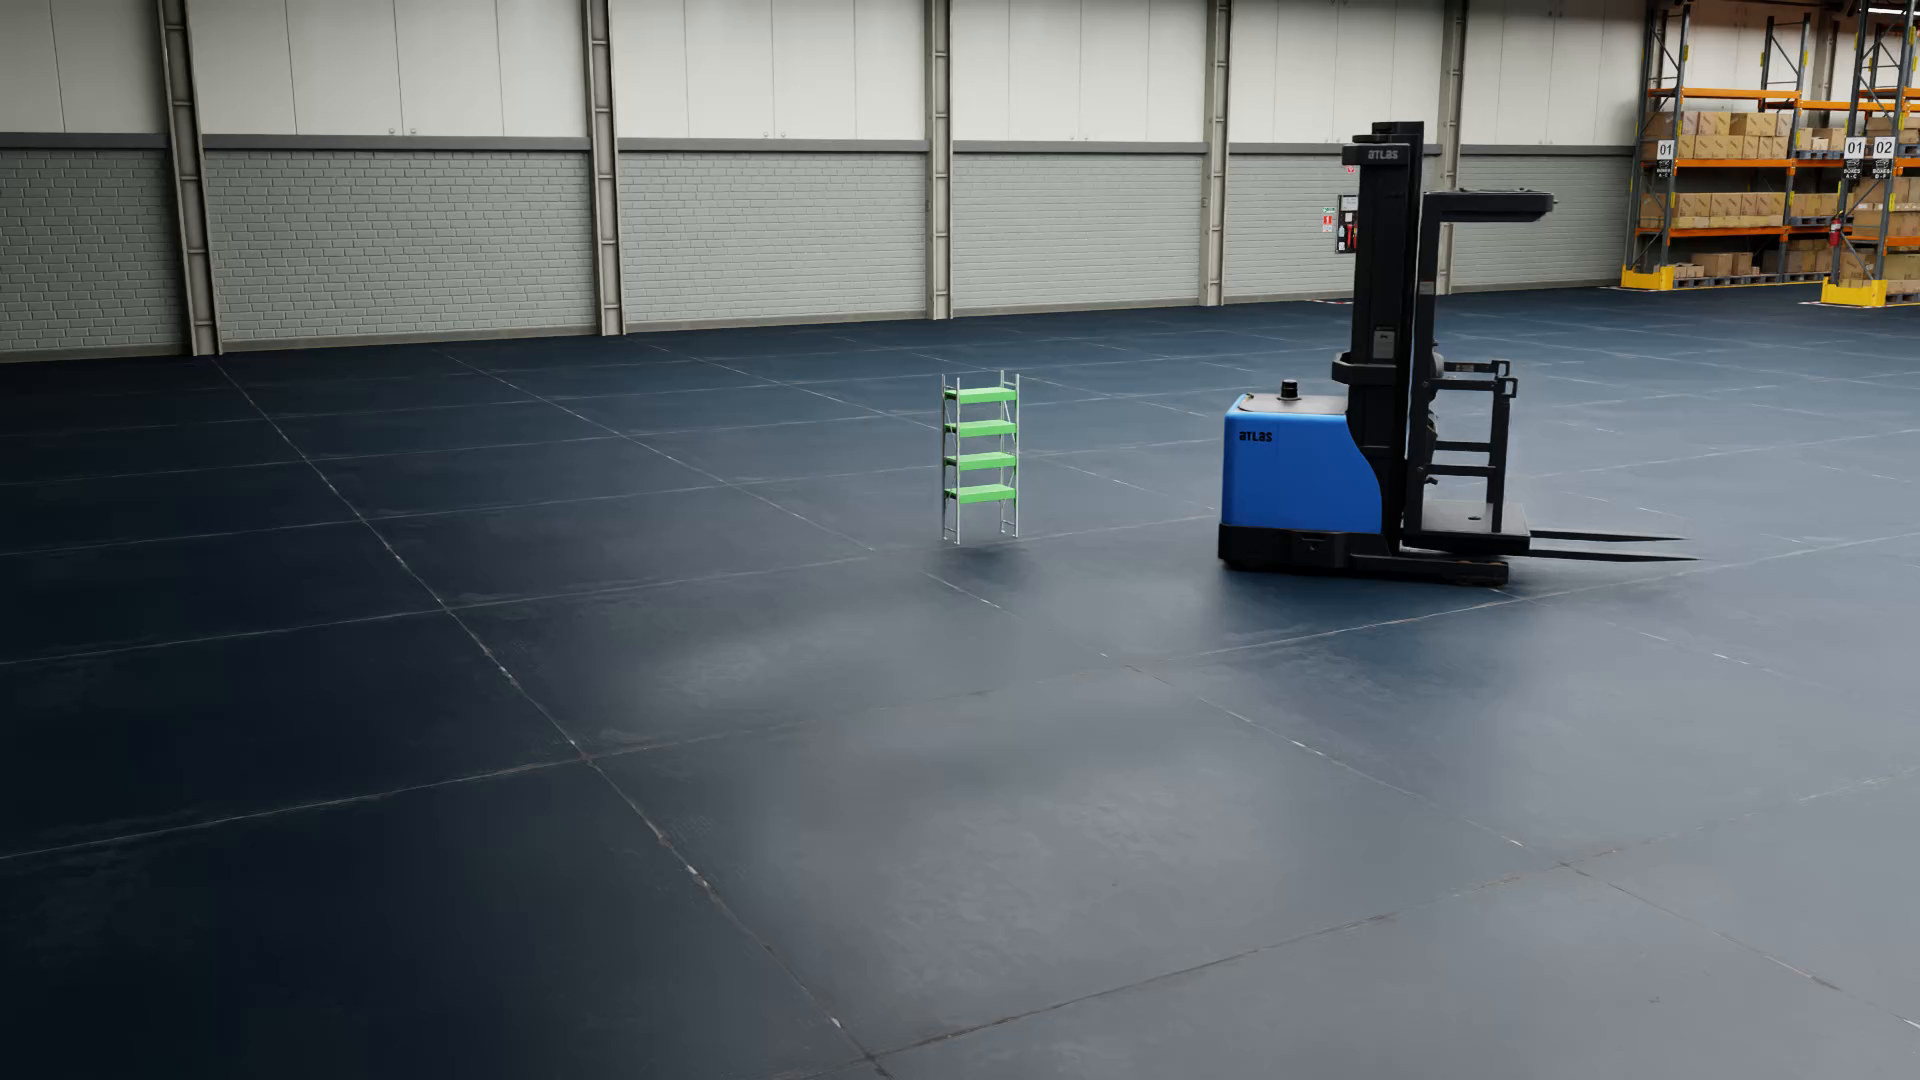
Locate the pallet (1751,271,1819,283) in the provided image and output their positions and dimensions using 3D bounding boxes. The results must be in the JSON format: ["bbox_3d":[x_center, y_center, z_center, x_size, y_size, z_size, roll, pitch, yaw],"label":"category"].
[{"bbox_3d":[19.423,-6.214,39.242,1.213,0.211,1.003,-7,14,-28],"label":"pallet"}]

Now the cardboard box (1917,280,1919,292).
[{"bbox_3d":[19.060,-5.100,33.247,0.500,0.250,0.500,-7,14,-28],"label":"cardboard box"}]

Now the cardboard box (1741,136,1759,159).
[{"bbox_3d":[17.498,-8.797,37.263,0.500,0.500,0.500,-7,15,-30],"label":"cardboard box"}]

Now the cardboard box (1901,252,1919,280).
[{"bbox_3d":[19.054,-5.468,33.174,0.500,0.500,0.500,-7,14,-28],"label":"cardboard box"}]

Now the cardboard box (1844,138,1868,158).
[{"bbox_3d":[21.069,-9.318,39.571,0.637,0.503,0.797,-5,14,-20],"label":"cardboard box"}]

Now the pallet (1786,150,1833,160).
[{"bbox_3d":[19.334,-8.909,38.459,1.003,0.211,1.213,-7,14,-28],"label":"pallet"}]

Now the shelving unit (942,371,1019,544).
[{"bbox_3d":[0.145,-0.603,12.055,0.503,1.200,0.258,-7,14,-28],"label":"shelving unit"}]

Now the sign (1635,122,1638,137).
[{"bbox_3d":[14.981,-9.076,36.759,0.005,0.325,0.100,-7,14,-28],"label":"sign"}]

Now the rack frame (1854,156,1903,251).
[{"bbox_3d":[22.252,-7.913,40.440,0.127,3.000,1.000,-7,14,-28],"label":"rack frame"}]

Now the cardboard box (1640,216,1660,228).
[{"bbox_3d":[15.547,-7.095,37.099,0.500,0.250,0.500,-7,14,-27],"label":"cardboard box"}]

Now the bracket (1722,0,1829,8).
[{"bbox_3d":[18.225,-12.241,37.809,4.783,0.066,0.076,-7,14,-28],"label":"bracket"}]

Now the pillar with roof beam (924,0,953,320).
[{"bbox_3d":[1.693,-7.516,25.009,0.400,9.000,9.100,-7,14,-28],"label":"pillar with roof beam"}]

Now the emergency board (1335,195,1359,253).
[{"bbox_3d":[7.976,-6.428,33.841,0.643,1.169,0.194,-7,14,-28],"label":"emergency board"}]

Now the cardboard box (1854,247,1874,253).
[{"bbox_3d":[21.645,-6.823,40.285,0.500,0.500,0.700,-7,14,-27],"label":"cardboard box"}]

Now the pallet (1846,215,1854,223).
[{"bbox_3d":[21.677,-7.724,40.037,1.003,0.211,1.213,-7,14,-28],"label":"pallet"}]

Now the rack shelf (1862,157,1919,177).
[{"bbox_3d":[19.362,-7.440,33.145,4.000,0.370,1.077,-7,14,-28],"label":"rack shelf"}]

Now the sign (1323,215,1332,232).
[{"bbox_3d":[7.441,-6.407,33.667,0.234,0.329,0.001,-7,14,-28],"label":"sign"}]

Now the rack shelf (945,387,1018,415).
[{"bbox_3d":[0.145,-1.009,11.963,0.480,0.148,0.258,-7,14,-28],"label":"rack shelf"}]

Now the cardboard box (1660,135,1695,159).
[{"bbox_3d":[15.643,-8.581,36.300,0.500,0.500,0.500,-6,14,-26],"label":"cardboard box"}]

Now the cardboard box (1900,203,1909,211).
[{"bbox_3d":[18.285,-6.511,32.503,0.250,0.149,0.380,-7,15,-29],"label":"cardboard box"}]

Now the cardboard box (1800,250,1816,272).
[{"bbox_3d":[19.808,-6.632,39.439,0.500,0.500,0.700,-7,15,-29],"label":"cardboard box"}]

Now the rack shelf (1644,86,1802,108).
[{"bbox_3d":[16.985,-9.856,37.056,4.000,0.370,1.077,-7,14,-28],"label":"rack shelf"}]

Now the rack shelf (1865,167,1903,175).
[{"bbox_3d":[24.007,-9.236,41.125,4.000,0.370,1.077,-7,14,-28],"label":"rack shelf"}]

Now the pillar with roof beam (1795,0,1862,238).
[{"bbox_3d":[22.759,-10.041,36.228,0.548,9.000,9.100,-7,14,-28],"label":"pillar with roof beam"}]

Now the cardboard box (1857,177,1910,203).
[{"bbox_3d":[18.069,-6.851,32.539,0.500,0.500,0.700,-7,14,-28],"label":"cardboard box"}]

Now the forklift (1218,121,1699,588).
[{"bbox_3d":[3.322,-1.250,10.987,3.031,2.935,1.130,3,13,15],"label":"forklift"}]

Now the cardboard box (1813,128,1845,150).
[{"bbox_3d":[20.341,-9.382,38.948,0.500,0.500,0.500,-7,15,-30],"label":"cardboard box"}]

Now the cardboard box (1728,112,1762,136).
[{"bbox_3d":[17.501,-9.281,37.133,0.500,0.500,0.500,-7,15,-30],"label":"cardboard box"}]

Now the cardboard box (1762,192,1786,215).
[{"bbox_3d":[18.474,-7.686,38.016,0.500,0.500,0.500,-7,14,-28],"label":"cardboard box"}]

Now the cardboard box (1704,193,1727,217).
[{"bbox_3d":[16.688,-7.470,37.057,0.500,0.500,0.500,-7,15,-30],"label":"cardboard box"}]

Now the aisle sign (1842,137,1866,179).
[{"bbox_3d":[17.408,-7.436,32.396,0.004,0.787,0.394,-7,14,-28],"label":"aisle sign"}]

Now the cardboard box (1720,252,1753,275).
[{"bbox_3d":[17.849,-6.371,38.277,0.500,0.500,0.500,-8,15,-32],"label":"cardboard box"}]

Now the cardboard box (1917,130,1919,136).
[{"bbox_3d":[18.979,-8.041,33.103,0.500,0.311,0.500,-5,14,-21],"label":"cardboard box"}]

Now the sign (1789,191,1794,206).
[{"bbox_3d":[19.007,-7.811,38.014,0.005,0.325,0.100,-7,14,-28],"label":"sign"}]

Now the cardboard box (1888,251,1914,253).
[{"bbox_3d":[19.245,-5.621,33.852,0.500,0.500,0.500,-7,14,-28],"label":"cardboard box"}]

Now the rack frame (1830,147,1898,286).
[{"bbox_3d":[17.606,-6.118,32.460,0.127,3.000,1.000,-7,14,-28],"label":"rack frame"}]

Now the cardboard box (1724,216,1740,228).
[{"bbox_3d":[17.154,-7.161,37.393,0.500,0.250,0.500,-7,14,-27],"label":"cardboard box"}]

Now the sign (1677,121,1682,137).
[{"bbox_3d":[15.490,-8.857,35.811,0.005,0.325,0.100,-7,14,-28],"label":"sign"}]

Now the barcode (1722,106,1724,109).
[{"bbox_3d":[17.315,-9.819,37.751,0.075,0.075,0.001,-7,14,-28],"label":"barcode"}]

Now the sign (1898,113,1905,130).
[{"bbox_3d":[17.867,-7.938,31.548,0.005,0.325,0.100,-7,14,-28],"label":"sign"}]

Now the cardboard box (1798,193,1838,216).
[{"bbox_3d":[20.261,-7.936,39.309,0.500,0.500,0.700,-5,14,-20],"label":"cardboard box"}]

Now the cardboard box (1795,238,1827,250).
[{"bbox_3d":[20.218,-7.037,39.528,0.500,0.250,0.500,-7,15,-29],"label":"cardboard box"}]

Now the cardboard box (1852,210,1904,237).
[{"bbox_3d":[18.022,-6.213,32.657,0.500,0.500,0.700,-7,14,-28],"label":"cardboard box"}]

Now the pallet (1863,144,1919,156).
[{"bbox_3d":[18.240,-7.607,32.449,1.213,0.211,1.003,-7,14,-28],"label":"pallet"}]

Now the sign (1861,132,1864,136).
[{"bbox_3d":[21.993,-9.775,40.524,0.005,0.325,0.100,-7,14,-28],"label":"sign"}]
